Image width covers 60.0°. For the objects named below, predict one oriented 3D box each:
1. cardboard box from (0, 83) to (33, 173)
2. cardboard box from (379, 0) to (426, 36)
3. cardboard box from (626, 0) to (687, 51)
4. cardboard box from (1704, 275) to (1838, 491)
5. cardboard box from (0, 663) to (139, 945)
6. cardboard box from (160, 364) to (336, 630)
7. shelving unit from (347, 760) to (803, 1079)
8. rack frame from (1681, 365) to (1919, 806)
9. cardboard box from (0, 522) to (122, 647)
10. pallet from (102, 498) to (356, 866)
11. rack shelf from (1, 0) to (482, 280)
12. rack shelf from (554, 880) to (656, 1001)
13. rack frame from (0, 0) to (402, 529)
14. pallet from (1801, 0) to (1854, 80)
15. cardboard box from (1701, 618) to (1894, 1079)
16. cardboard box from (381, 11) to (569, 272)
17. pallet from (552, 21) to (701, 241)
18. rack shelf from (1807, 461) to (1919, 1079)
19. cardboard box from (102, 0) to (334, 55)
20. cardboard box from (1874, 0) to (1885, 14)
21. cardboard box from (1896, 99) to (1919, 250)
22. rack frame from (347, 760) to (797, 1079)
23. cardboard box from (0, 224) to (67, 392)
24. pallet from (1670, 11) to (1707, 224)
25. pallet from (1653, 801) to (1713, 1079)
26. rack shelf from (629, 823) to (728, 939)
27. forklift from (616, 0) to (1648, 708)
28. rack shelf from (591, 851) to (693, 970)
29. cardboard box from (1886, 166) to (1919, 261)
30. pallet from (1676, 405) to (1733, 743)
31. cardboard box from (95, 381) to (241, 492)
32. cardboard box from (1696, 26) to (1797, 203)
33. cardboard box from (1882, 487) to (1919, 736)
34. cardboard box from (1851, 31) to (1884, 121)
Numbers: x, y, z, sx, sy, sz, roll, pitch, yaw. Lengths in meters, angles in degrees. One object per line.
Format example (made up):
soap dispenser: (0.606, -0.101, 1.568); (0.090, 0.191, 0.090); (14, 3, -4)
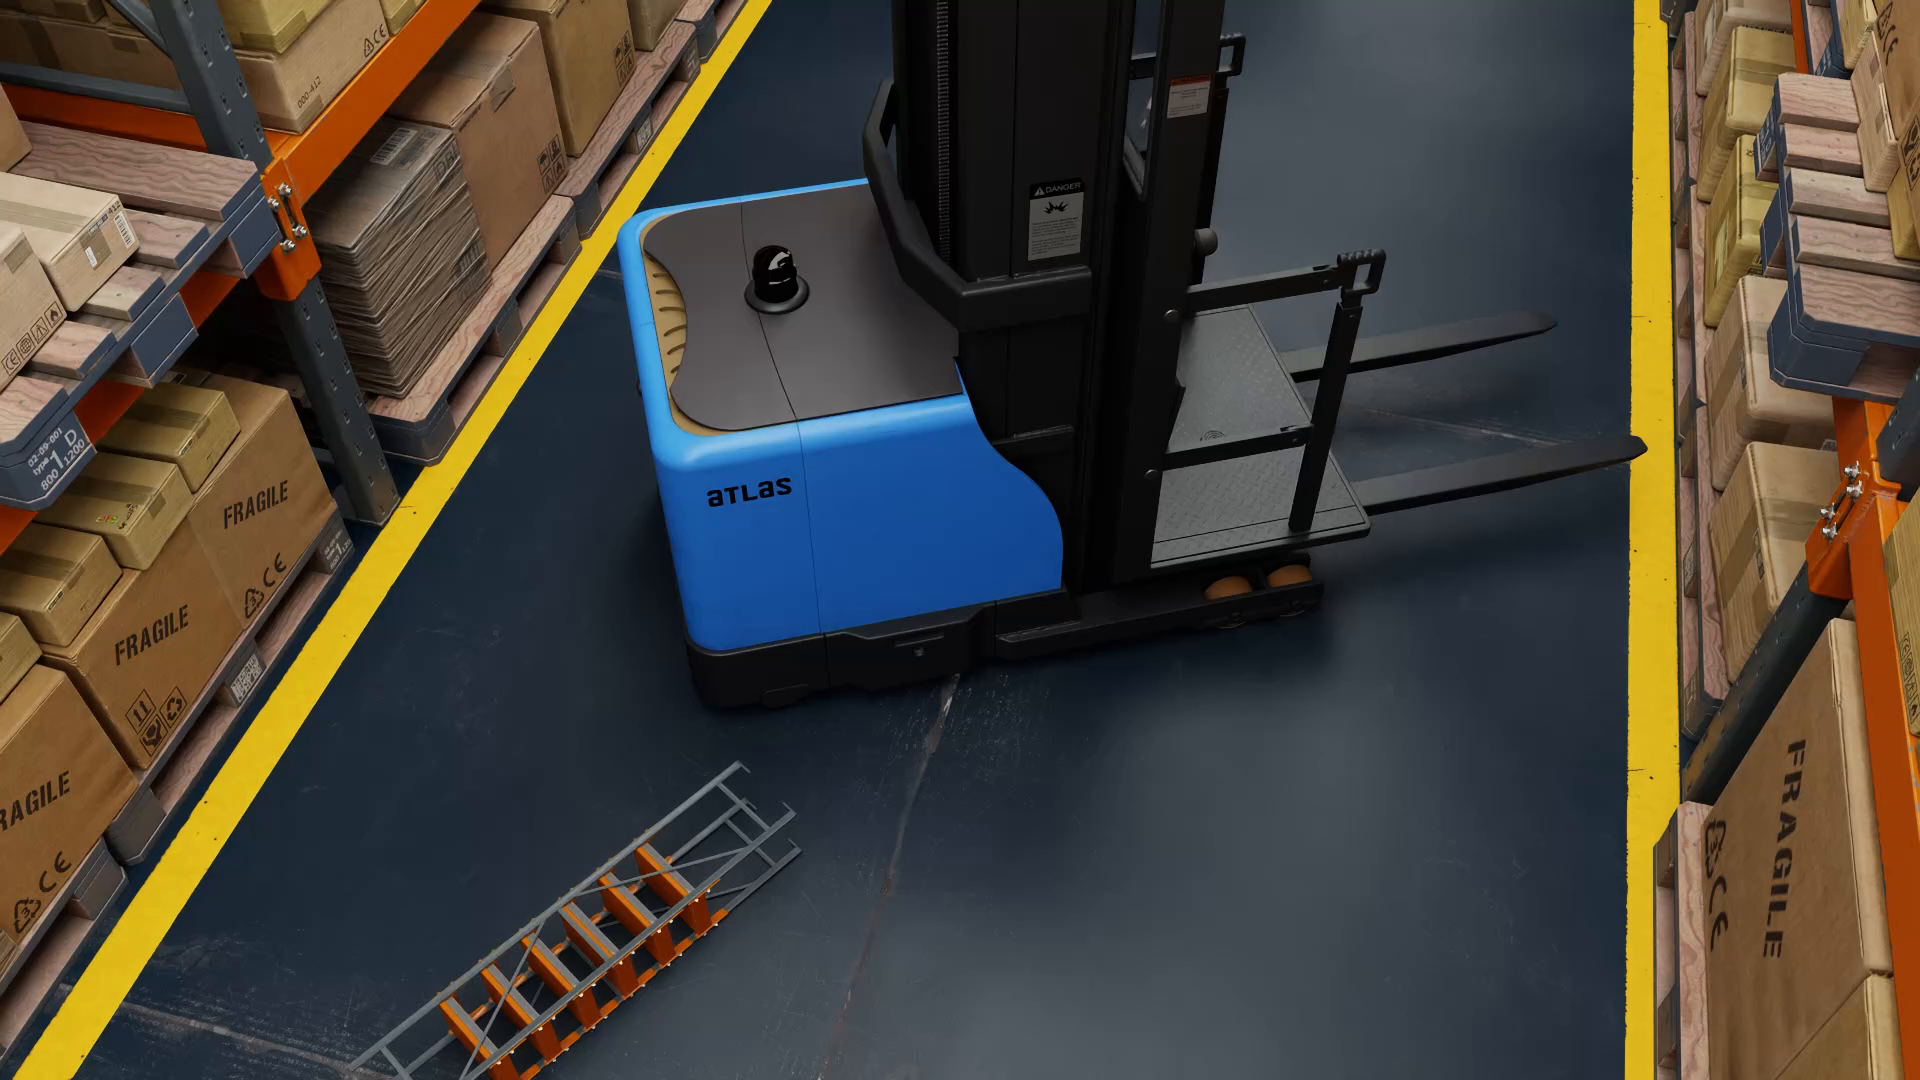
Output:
cardboard box: (-2.584, -1.003, 3.788); (0.500, 0.500, 0.500); (14, 50, 12)
cardboard box: (-1.808, -1.759, 4.901); (0.500, 0.250, 0.500); (11, 49, 9)
cardboard box: (-1.583, -2.480, 6.742); (0.875, 0.625, 0.625); (11, 50, 10)
cardboard box: (2.837, -0.407, 5.081); (0.950, 0.372, 0.625); (11, 49, 9)
cardboard box: (-2.479, 0.603, 4.104); (0.500, 0.500, 0.500); (14, 50, 12)
cardboard box: (-2.202, -0.136, 4.757); (0.500, 0.500, 0.500); (13, 50, 11)
shelving unit: (-0.933, 1.039, 4.202); (0.258, 0.189, 1.200); (37, 58, 28)
rack frame: (2.492, -0.196, 3.422); (1.000, 3.000, 0.127); (12, 50, 10)
cardboard box: (-2.337, 0.093, 4.121); (0.380, 0.149, 0.250); (10, 49, 9)
pallet: (-2.531, 0.283, 4.860); (1.003, 0.211, 1.213); (12, 50, 10)
rack shelf: (-1.771, -2.381, 5.831); (1.077, 0.370, 4.000); (12, 50, 10)
rack shelf: (-0.902, 1.015, 4.223); (0.258, 0.180, 0.103); (37, 58, 28)
rack frame: (-2.298, -1.173, 4.284); (1.000, 3.000, 0.127); (12, 50, 10)
pallet: (2.973, -1.572, 4.765); (1.003, 0.211, 1.213); (12, 50, 10)
cardboard box: (2.230, 0.851, 3.635); (0.875, 0.875, 0.875); (11, 50, 10)
cardboard box: (-1.956, -1.448, 5.832); (0.875, 0.625, 0.625); (13, 50, 11)
pallet: (-1.720, -1.717, 6.625); (1.003, 0.211, 1.213); (12, 50, 10)
rack shelf: (1.966, 1.489, 2.415); (1.077, 0.370, 4.000); (12, 50, 10)
cardboard box: (-1.921, -1.556, 4.389); (0.500, 0.250, 0.500); (12, 50, 10)
cardboard box: (2.601, -1.591, 4.109); (0.500, 0.500, 0.500); (9, 49, 7)
cardboard box: (2.343, -0.850, 3.454); (0.500, 0.500, 0.500); (10, 49, 9)
rack frame: (-0.933, 0.979, 4.134); (0.240, 0.006, 1.200); (37, 58, 28)
cardboard box: (-2.263, -0.435, 3.453); (0.500, 0.250, 0.500); (9, 49, 8)
pallet: (3.341, -1.603, 6.524); (1.003, 0.211, 1.213); (12, 50, 10)
pallet: (2.212, 1.282, 3.978); (1.003, 0.211, 1.213); (12, 50, 10)
rack shelf: (-0.733, 0.886, 4.335); (0.258, 0.180, 0.103); (37, 58, 28)
forklift: (0.606, -1.080, 4.248); (3.031, 2.935, 1.130); (-10, 49, -9)
rack shelf: (-0.817, 0.950, 4.279); (0.258, 0.180, 0.103); (37, 58, 28)
cardboard box: (2.352, -0.743, 3.793); (0.380, 0.149, 0.250); (12, 50, 11)
pallet: (2.699, 0.162, 4.966); (1.003, 0.211, 1.213); (12, 50, 10)
cardboard box: (-2.183, -0.292, 4.461); (0.380, 0.149, 0.250); (9, 49, 8)
cardboard box: (3.223, -1.458, 6.009); (0.950, 0.372, 0.625); (14, 50, 12)
cardboard box: (2.120, 0.158, 3.210); (0.500, 0.250, 0.500); (11, 49, 9)
cardboard box: (2.449, -1.115, 4.121); (0.380, 0.149, 0.250); (9, 49, 8)
